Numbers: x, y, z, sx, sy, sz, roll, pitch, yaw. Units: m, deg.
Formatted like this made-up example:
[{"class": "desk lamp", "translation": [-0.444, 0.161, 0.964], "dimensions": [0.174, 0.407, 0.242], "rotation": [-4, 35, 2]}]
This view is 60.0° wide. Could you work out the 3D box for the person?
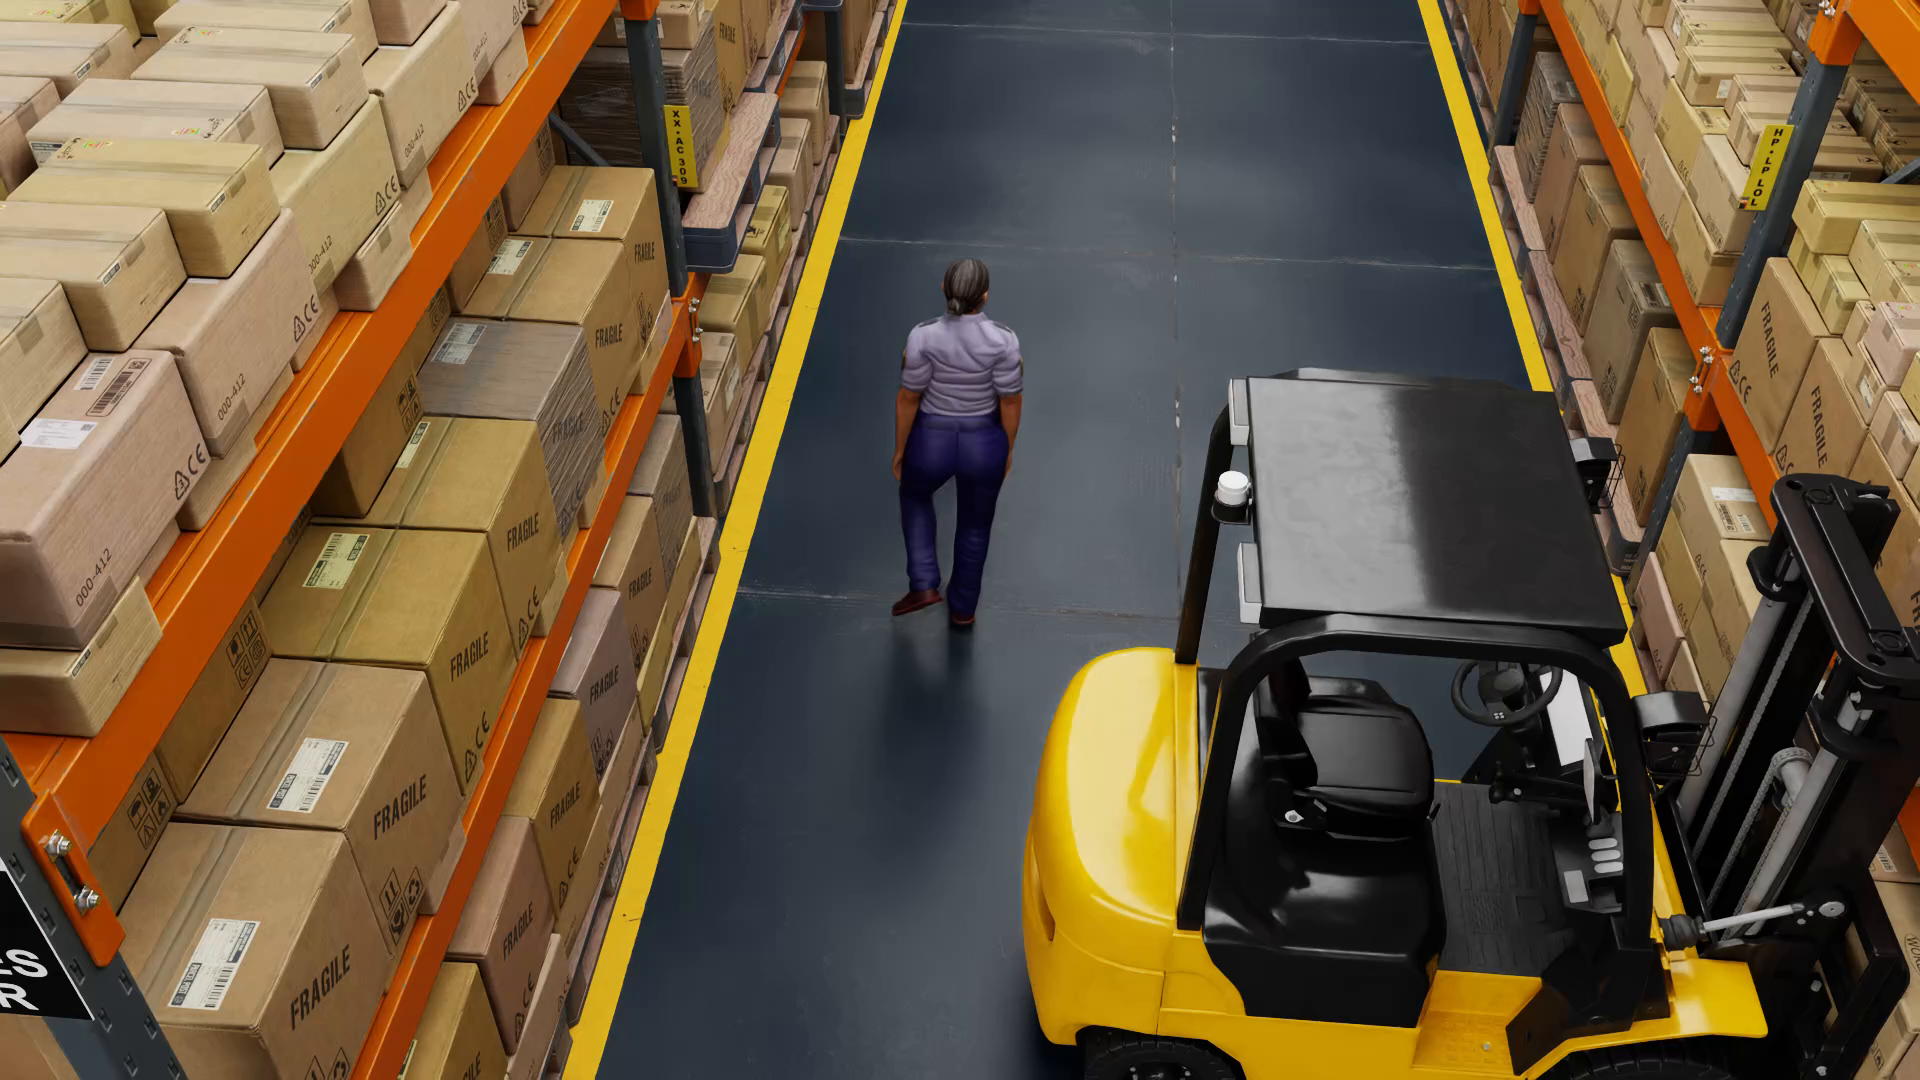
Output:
[{"class": "person", "translation": [-0.020, -0.342, 6.542], "dimensions": [0.523, 1.643, 0.479], "rotation": [0, 40, 0]}]
